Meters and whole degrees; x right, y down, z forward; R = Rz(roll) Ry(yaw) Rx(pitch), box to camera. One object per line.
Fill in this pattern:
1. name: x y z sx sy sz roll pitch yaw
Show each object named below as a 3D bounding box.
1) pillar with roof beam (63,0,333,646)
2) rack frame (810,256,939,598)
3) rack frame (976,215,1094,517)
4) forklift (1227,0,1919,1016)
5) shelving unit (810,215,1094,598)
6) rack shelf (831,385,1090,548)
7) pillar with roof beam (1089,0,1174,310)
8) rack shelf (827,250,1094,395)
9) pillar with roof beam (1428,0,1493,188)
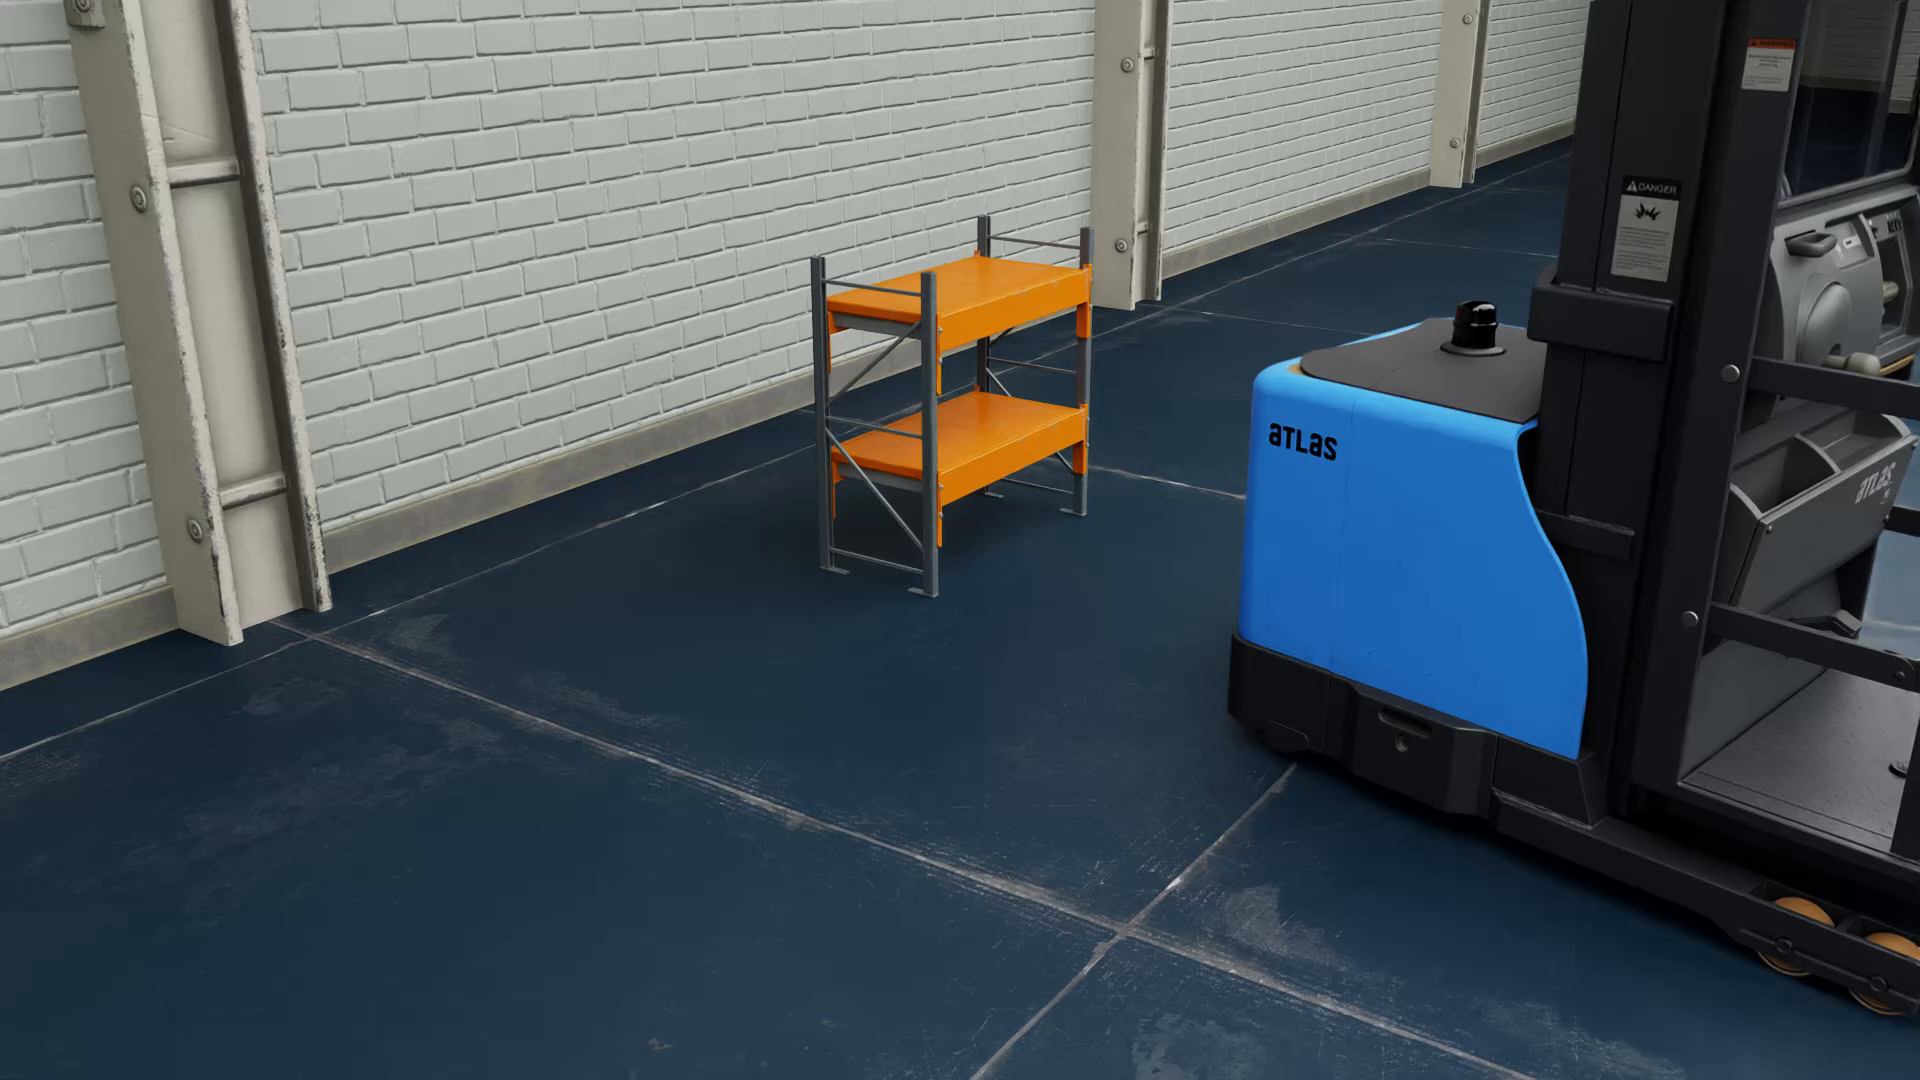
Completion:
1. pillar with roof beam: 1.197 -3.125 1.743 9.100 9.000 0.400 13 24 32
2. rack frame: -0.290 -0.380 5.670 0.500 1.125 0.032 13 24 32
3. rack frame: 0.282 -0.671 6.459 0.500 1.125 0.032 13 24 32
4. forklift: 2.144 -0.568 3.574 1.130 2.935 3.031 -18 27 -40
5. shelving unit: -0.004 -0.526 6.065 0.538 1.125 1.048 13 24 32
6. rack shelf: -0.004 -0.296 6.149 0.538 0.278 1.000 13 24 32
7. pillar with roof beam: 4.569 -4.847 6.397 9.100 9.000 0.400 13 24 32
8. rack shelf: -0.004 -0.800 5.963 0.538 0.278 1.000 13 24 32
9. pillar with roof beam: 7.942 -6.568 11.051 9.100 9.000 0.400 13 24 32
